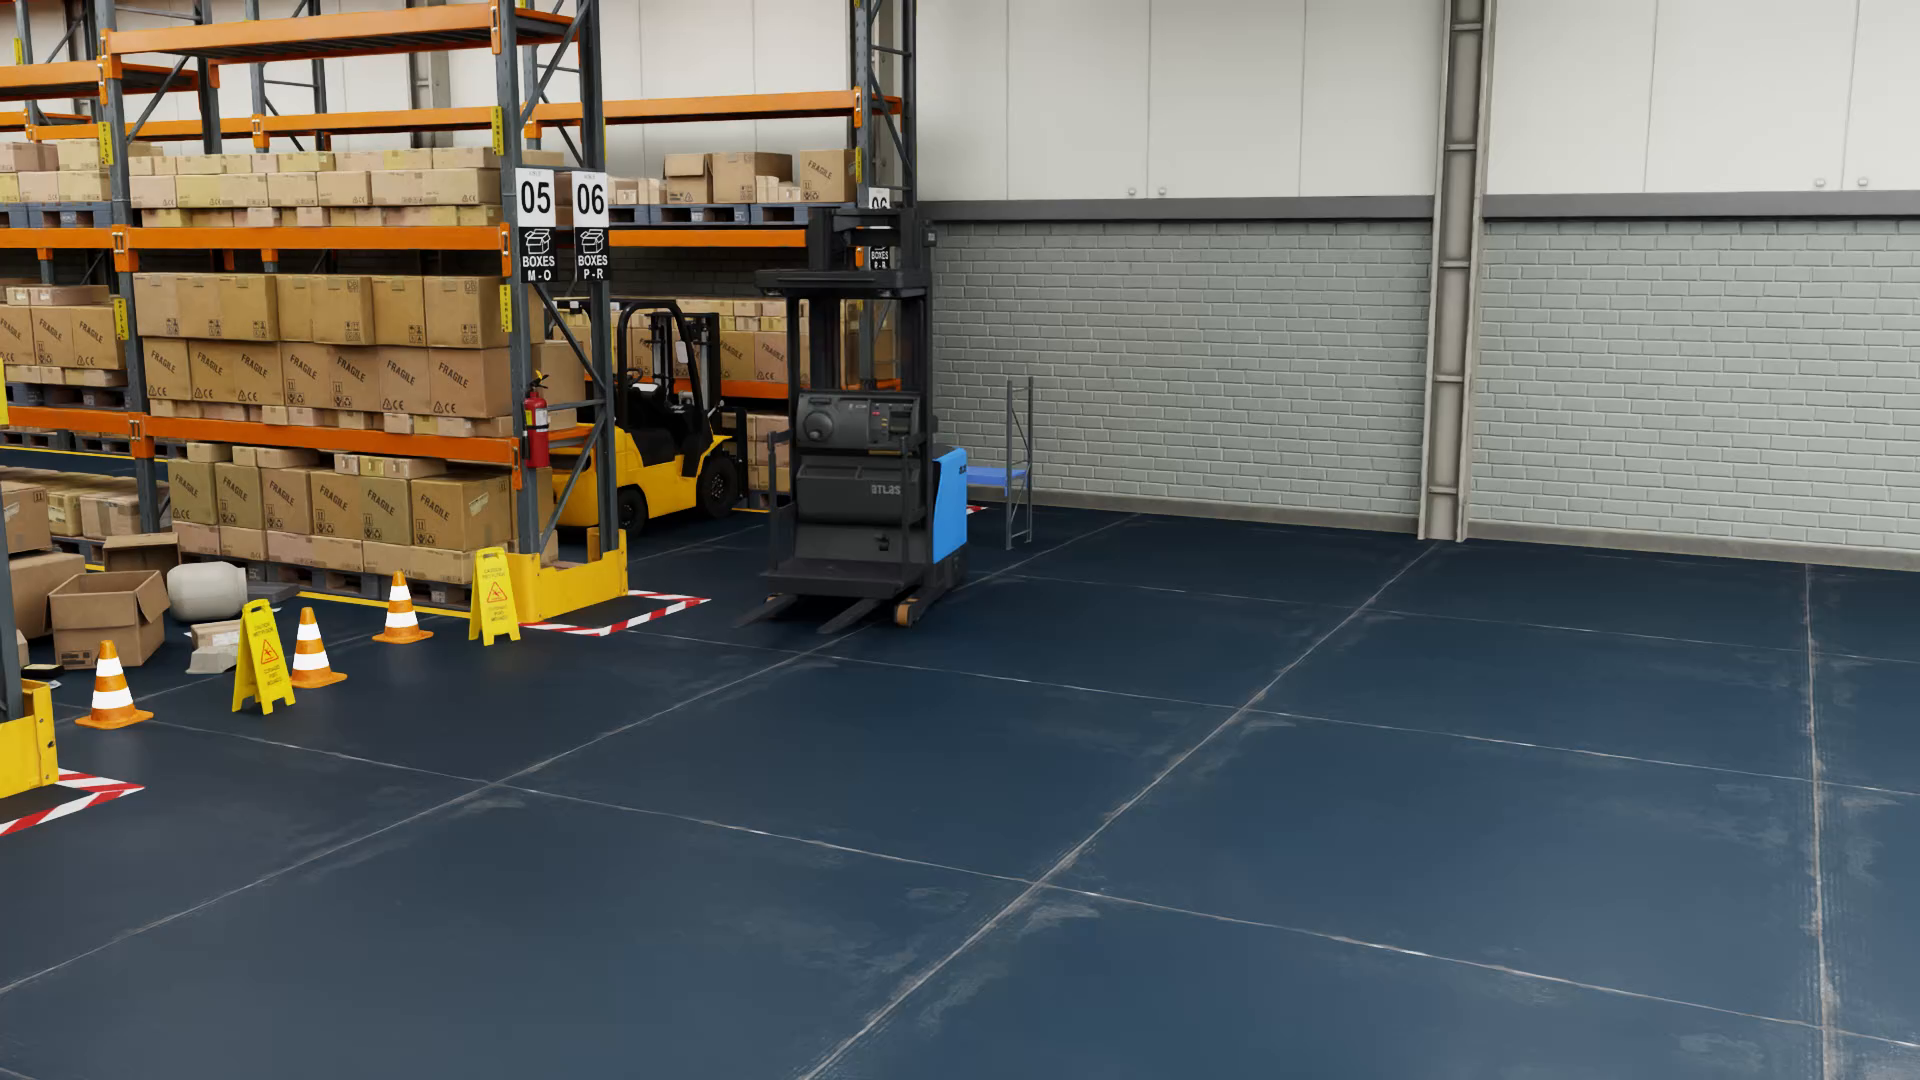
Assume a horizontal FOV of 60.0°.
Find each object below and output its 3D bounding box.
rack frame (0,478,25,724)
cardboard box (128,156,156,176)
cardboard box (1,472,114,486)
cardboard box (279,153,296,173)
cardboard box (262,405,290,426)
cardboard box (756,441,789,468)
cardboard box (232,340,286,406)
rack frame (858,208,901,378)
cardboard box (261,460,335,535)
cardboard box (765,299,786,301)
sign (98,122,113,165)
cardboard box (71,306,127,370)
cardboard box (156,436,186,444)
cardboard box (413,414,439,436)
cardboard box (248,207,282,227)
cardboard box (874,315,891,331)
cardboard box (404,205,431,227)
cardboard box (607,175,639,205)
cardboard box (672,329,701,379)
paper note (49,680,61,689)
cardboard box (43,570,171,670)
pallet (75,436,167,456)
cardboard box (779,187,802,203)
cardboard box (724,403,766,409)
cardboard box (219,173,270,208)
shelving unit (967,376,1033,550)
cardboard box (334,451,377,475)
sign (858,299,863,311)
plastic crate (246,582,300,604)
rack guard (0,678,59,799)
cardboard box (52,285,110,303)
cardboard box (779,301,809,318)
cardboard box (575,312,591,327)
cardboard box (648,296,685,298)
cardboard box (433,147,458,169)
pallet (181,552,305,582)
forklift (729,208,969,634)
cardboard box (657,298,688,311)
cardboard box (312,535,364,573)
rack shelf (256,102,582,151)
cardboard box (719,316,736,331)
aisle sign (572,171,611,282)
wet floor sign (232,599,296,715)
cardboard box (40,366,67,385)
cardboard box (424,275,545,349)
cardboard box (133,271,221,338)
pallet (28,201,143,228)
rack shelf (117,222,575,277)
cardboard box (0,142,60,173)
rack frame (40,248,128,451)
[{"bbox_3d":[-4.998,-0.177,7.784,0.127,3.000,1.000,5,11,26],"label":"rack frame"},{"bbox_3d":[-6.348,-2.958,13.196,0.250,0.149,0.380,5,11,25],"label":"cardboard box"},{"bbox_3d":[-8.228,-0.356,14.971,0.625,0.372,0.950,5,12,28],"label":"cardboard box"},{"bbox_3d":[-4.917,-2.849,12.592,0.250,0.149,0.380,5,12,27],"label":"cardboard box"},{"bbox_3d":[-5.202,-0.988,12.974,0.250,0.149,0.380,5,11,26],"label":"cardboard box"},{"bbox_3d":[-1.726,-0.898,16.904,0.500,0.250,0.500,5,11,25],"label":"cardboard box"},{"bbox_3d":[-5.310,-1.329,13.036,0.500,0.500,0.500,5,11,25],"label":"cardboard box"},{"bbox_3d":[-0.706,-1.768,16.578,0.127,3.000,1.000,5,11,26],"label":"rack frame"},{"bbox_3d":[-5.127,-0.342,13.133,0.500,0.500,0.500,6,12,29],"label":"cardboard box"},{"bbox_3d":[-1.838,-2.427,17.279,0.250,0.149,0.380,5,12,28],"label":"cardboard box"},{"bbox_3d":[-6.728,-3.126,13.098,0.005,0.325,0.100,5,11,26],"label":"sign"},{"bbox_3d":[-7.002,-1.692,13.863,0.500,0.500,0.500,5,11,25],"label":"cardboard box"},{"bbox_3d":[-9.743,-1.494,20.903,0.500,0.500,0.500,5,11,24],"label":"cardboard box"},{"bbox_3d":[-3.826,-0.873,12.335,0.250,0.149,0.380,5,11,25],"label":"cardboard box"},{"bbox_3d":[-5.198,-2.463,12.702,0.250,0.149,0.380,5,11,25],"label":"cardboard box"},{"bbox_3d":[-0.895,-2.205,16.887,0.250,0.149,0.380,5,11,24],"label":"cardboard box"},{"bbox_3d":[-3.804,-2.352,12.085,0.250,0.149,0.380,5,12,28],"label":"cardboard box"},{"bbox_3d":[-3.655,-3.667,17.436,0.500,0.311,0.500,5,12,27],"label":"cardboard box"},{"bbox_3d":[-2.640,-1.935,17.217,0.500,0.500,0.500,5,11,26],"label":"cardboard box"},{"bbox_3d":[-5.616,0.894,10.211,0.144,0.017,0.142,-10,14,-43],"label":"paper note"},{"bbox_3d":[-5.594,0.519,10.949,0.637,0.503,0.797,-2,11,-14],"label":"cardboard box"},{"bbox_3d":[-10.721,-1.284,21.730,1.213,0.211,1.003,5,11,26],"label":"pallet"},{"bbox_3d":[-1.583,-3.393,16.379,0.250,0.149,0.380,5,11,24],"label":"cardboard box"},{"bbox_3d":[-2.403,-1.303,17.743,0.500,0.250,0.500,5,11,25],"label":"cardboard box"},{"bbox_3d":[-5.302,-2.680,12.778,0.500,0.250,0.500,5,11,26],"label":"cardboard box"},{"bbox_3d":[0.076,-0.731,15.059,1.048,1.500,0.538,5,11,26],"label":"shelving unit"},{"bbox_3d":[-4.551,-0.598,12.726,0.250,0.149,0.380,6,12,28],"label":"cardboard box"},{"bbox_3d":[-0.958,-2.369,15.981,0.005,0.325,0.100,5,11,26],"label":"sign"},{"bbox_3d":[-5.441,0.401,12.790,0.583,0.080,0.402,1,10,6],"label":"plastic crate"},{"bbox_3d":[-4.977,1.055,7.996,0.348,0.500,1.175,5,11,26],"label":"rack guard"},{"bbox_3d":[-7.771,-2.174,14.706,0.250,0.149,0.380,6,12,29],"label":"cardboard box"},{"bbox_3d":[-1.602,-2.308,16.624,0.250,0.149,0.380,5,12,27],"label":"cardboard box"},{"bbox_3d":[-3.891,-2.365,17.770,0.250,0.149,0.380,5,12,27],"label":"cardboard box"},{"bbox_3d":[-3.171,-2.566,18.051,0.250,0.149,0.380,5,11,25],"label":"cardboard box"},{"bbox_3d":[-3.547,-2.726,11.913,0.250,0.149,0.380,5,12,27],"label":"cardboard box"},{"bbox_3d":[-5.868,0.129,13.924,1.213,0.211,1.003,5,11,26],"label":"pallet"},{"bbox_3d":[-0.799,-0.900,11.974,1.130,2.935,3.031,3,11,14],"label":"forklift"},{"bbox_3d":[-2.948,-2.437,17.334,0.250,0.149,0.380,5,11,26],"label":"cardboard box"},{"bbox_3d":[-4.676,0.068,12.973,0.500,0.250,0.500,5,11,24],"label":"cardboard box"},{"bbox_3d":[-6.087,-4.642,18.755,4.000,0.370,1.077,5,11,26],"label":"rack shelf"},{"bbox_3d":[-2.302,-2.216,16.952,0.250,0.149,0.380,5,11,26],"label":"cardboard box"},{"bbox_3d":[-2.706,-2.299,12.211,0.004,0.787,0.394,5,11,26],"label":"aisle sign"},{"bbox_3d":[-4.096,0.668,9.728,0.232,0.644,0.267,3,11,16],"label":"wet floor sign"},{"bbox_3d":[-7.545,-1.408,14.114,0.250,0.149,0.380,5,11,25],"label":"cardboard box"},{"bbox_3d":[-3.454,-1.668,12.101,0.500,0.500,0.700,5,11,24],"label":"cardboard box"},{"bbox_3d":[-6.187,-1.909,13.430,0.500,0.500,0.700,5,11,25],"label":"cardboard box"},{"bbox_3d":[-6.993,-2.740,14.050,1.003,0.211,1.213,5,11,26],"label":"pallet"},{"bbox_3d":[-4.692,-2.255,12.863,4.000,0.370,1.077,5,11,26],"label":"rack shelf"},{"bbox_3d":[-7.987,-3.247,14.166,0.500,0.250,0.500,5,12,27],"label":"cardboard box"},{"bbox_3d":[-11.467,-2.714,21.802,0.127,3.000,1.000,5,11,26],"label":"rack frame"}]
